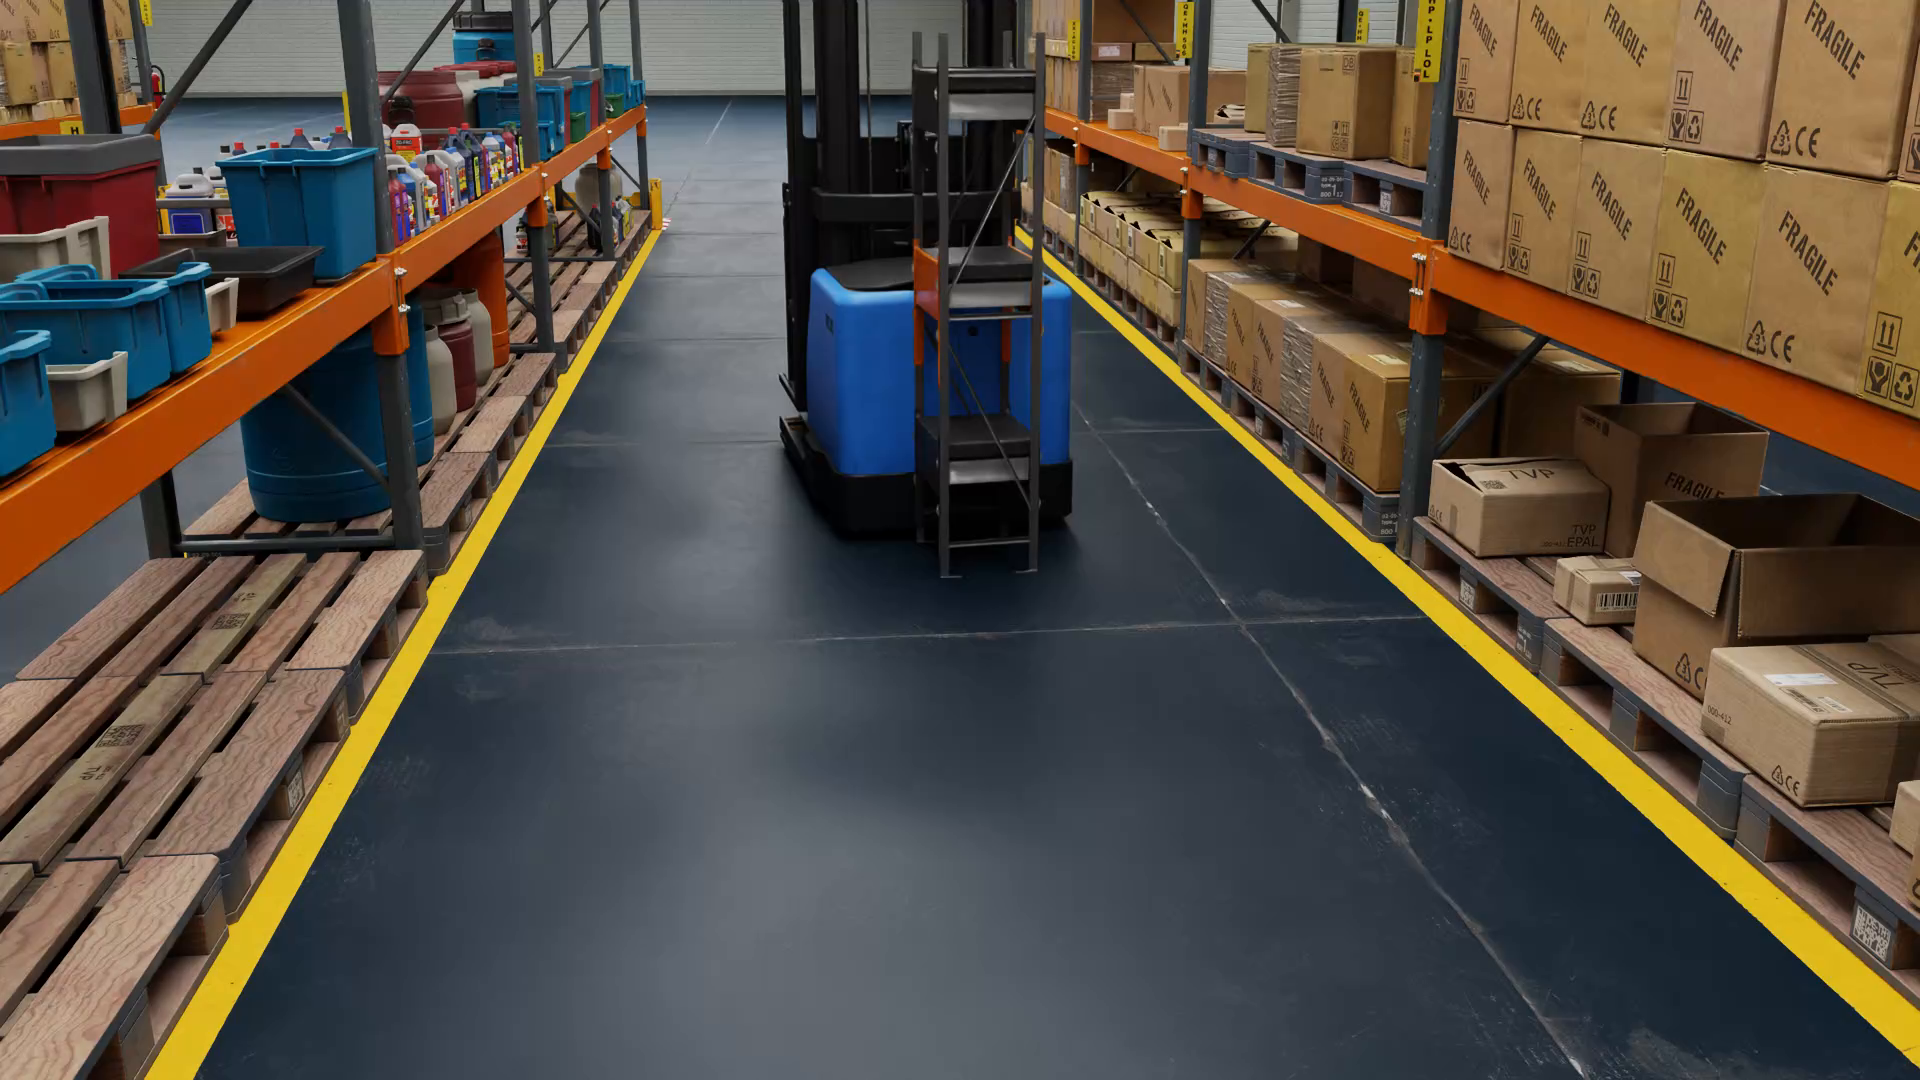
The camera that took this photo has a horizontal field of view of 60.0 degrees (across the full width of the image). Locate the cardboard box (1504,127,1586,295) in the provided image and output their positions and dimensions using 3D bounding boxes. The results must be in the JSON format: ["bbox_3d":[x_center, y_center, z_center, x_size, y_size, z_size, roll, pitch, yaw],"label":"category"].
[{"bbox_3d":[2.167,-1.104,5.519,0.500,0.500,0.500,-1,17,-5],"label":"cardboard box"}]

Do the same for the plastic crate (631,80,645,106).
[{"bbox_3d":[-3.486,-4.581,17.010,0.499,0.251,0.616,-2,18,-6],"label":"plastic crate"}]

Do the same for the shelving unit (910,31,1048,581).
[{"bbox_3d":[0.064,-0.926,6.620,0.431,2.100,0.503,-4,18,-12],"label":"shelving unit"}]

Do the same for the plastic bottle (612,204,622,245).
[{"bbox_3d":[-3.093,-2.800,14.775,0.144,0.351,0.185,-1,17,-4],"label":"plastic bottle"}]

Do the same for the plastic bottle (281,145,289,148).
[{"bbox_3d":[-3.157,-1.705,7.794,0.061,0.283,0.133,-2,18,-6],"label":"plastic bottle"}]

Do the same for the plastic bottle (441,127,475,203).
[{"bbox_3d":[-2.418,-1.794,7.965,0.144,0.351,0.185,-2,18,-6],"label":"plastic bottle"}]

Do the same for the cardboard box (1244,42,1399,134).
[{"bbox_3d":[2.094,-2.625,9.661,0.700,0.500,0.500,-8,19,-24],"label":"cardboard box"}]

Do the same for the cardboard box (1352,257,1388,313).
[{"bbox_3d":[2.367,-1.343,8.634,0.500,0.250,0.500,-2,18,-7],"label":"cardboard box"}]

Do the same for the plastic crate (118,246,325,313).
[{"bbox_3d":[-2.215,-0.789,5.042,0.437,0.125,0.590,-2,18,-6],"label":"plastic crate"}]

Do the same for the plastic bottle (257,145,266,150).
[{"bbox_3d":[-2.874,-1.462,6.907,0.144,0.351,0.185,-2,18,-6],"label":"plastic bottle"}]

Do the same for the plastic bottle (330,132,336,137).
[{"bbox_3d":[-3.247,-1.966,8.627,0.061,0.283,0.133,-2,18,-6],"label":"plastic bottle"}]

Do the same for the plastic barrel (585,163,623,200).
[{"bbox_3d":[-3.691,-3.612,17.126,0.421,0.512,0.421,0,17,0],"label":"plastic barrel"}]

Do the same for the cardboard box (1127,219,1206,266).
[{"bbox_3d":[1.509,-2.170,12.035,0.500,0.311,0.500,-2,18,-6],"label":"cardboard box"}]

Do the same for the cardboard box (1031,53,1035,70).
[{"bbox_3d":[1.127,-4.852,17.458,0.700,0.500,0.500,-2,18,-6],"label":"cardboard box"}]

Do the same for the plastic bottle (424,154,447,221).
[{"bbox_3d":[-2.303,-1.548,7.296,0.061,0.283,0.133,-2,18,-6],"label":"plastic bottle"}]

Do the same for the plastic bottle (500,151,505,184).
[{"bbox_3d":[-2.496,-2.016,8.922,0.097,0.201,0.097,0,17,0],"label":"plastic bottle"}]

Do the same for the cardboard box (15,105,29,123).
[{"bbox_3d":[-8.174,-3.624,14.131,0.380,0.149,0.250,-2,18,-6],"label":"cardboard box"}]

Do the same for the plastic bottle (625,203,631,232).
[{"bbox_3d":[-3.197,-3.052,15.702,0.152,0.276,0.135,-2,18,-7],"label":"plastic bottle"}]

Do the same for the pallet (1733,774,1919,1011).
[{"bbox_3d":[2.651,0.893,3.980,1.003,0.211,1.213,-2,18,-6],"label":"pallet"}]

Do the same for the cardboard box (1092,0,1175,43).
[{"bbox_3d":[1.453,-4.551,14.333,0.700,0.500,0.500,-2,18,-5],"label":"cardboard box"}]

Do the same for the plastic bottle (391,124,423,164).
[{"bbox_3d":[-3.136,-2.215,9.433,0.152,0.276,0.135,-2,18,-6],"label":"plastic bottle"}]

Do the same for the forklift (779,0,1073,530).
[{"bbox_3d":[-0.328,-1.841,8.147,1.130,2.935,3.031,-4,18,-12],"label":"forklift"}]

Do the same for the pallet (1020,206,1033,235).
[{"bbox_3d":[1.213,-3.387,17.614,1.003,0.211,1.213,-2,18,-6],"label":"pallet"}]

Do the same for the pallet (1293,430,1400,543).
[{"bbox_3d":[2.208,-0.280,7.716,1.003,0.211,1.213,-2,18,-6],"label":"pallet"}]

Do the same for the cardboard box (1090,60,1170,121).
[{"bbox_3d":[1.453,-3.932,14.527,0.700,0.500,0.500,-2,18,-7],"label":"cardboard box"}]

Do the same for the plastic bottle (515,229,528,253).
[{"bbox_3d":[-3.770,-2.574,14.305,0.097,0.201,0.097,0,17,0],"label":"plastic bottle"}]

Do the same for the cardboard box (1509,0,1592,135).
[{"bbox_3d":[2.152,-1.591,5.400,0.500,0.500,0.500,-2,18,-7],"label":"cardboard box"}]

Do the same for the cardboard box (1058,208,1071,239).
[{"bbox_3d":[1.198,-2.922,15.365,0.500,0.250,0.500,-2,18,-6],"label":"cardboard box"}]

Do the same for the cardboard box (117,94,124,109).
[{"bbox_3d":[-8.425,-4.293,16.264,0.380,0.149,0.250,-2,18,-6],"label":"cardboard box"}]

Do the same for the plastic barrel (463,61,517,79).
[{"bbox_3d":[-3.542,-3.374,12.688,0.433,0.535,0.433,0,17,0],"label":"plastic barrel"}]

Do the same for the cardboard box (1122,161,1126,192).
[{"bbox_3d":[1.709,-3.295,15.303,0.500,0.500,0.500,-2,18,-6],"label":"cardboard box"}]

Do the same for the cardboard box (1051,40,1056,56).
[{"bbox_3d":[1.076,-4.720,15.953,0.380,0.149,0.250,-2,18,-5],"label":"cardboard box"}]

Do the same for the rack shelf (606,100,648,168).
[{"bbox_3d":[-3.629,-3.853,15.643,1.077,0.370,4.000,-2,18,-6],"label":"rack shelf"}]

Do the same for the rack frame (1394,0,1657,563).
[{"bbox_3d":[2.330,-1.369,6.530,1.000,3.000,0.127,-2,18,-6],"label":"rack frame"}]

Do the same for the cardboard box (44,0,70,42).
[{"bbox_3d":[-8.310,-4.703,14.815,0.500,0.500,0.500,-2,18,-6],"label":"cardboard box"}]

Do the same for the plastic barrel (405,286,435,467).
[{"bbox_3d":[-2.710,-0.790,7.487,0.600,0.901,0.708,-2,18,-6],"label":"plastic barrel"}]

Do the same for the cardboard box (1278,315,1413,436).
[{"bbox_3d":[1.900,-0.821,8.224,0.500,0.500,0.500,-2,17,-5],"label":"cardboard box"}]

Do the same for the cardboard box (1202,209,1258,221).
[{"bbox_3d":[1.989,-2.343,12.586,0.500,0.311,0.500,-2,18,-6],"label":"cardboard box"}]

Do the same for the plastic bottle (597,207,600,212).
[{"bbox_3d":[-3.301,-2.935,15.331,0.152,0.276,0.135,-2,18,-6],"label":"plastic bottle"}]

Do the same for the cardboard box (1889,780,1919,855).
[{"bbox_3d":[2.489,0.687,3.977,0.380,0.166,0.250,-2,18,-6],"label":"cardboard box"}]

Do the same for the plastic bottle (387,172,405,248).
[{"bbox_3d":[-2.211,-1.284,6.453,0.061,0.283,0.133,-2,18,-6],"label":"plastic bottle"}]

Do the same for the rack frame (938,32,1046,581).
[{"bbox_3d":[0.118,-0.855,6.393,0.400,2.100,0.015,-4,18,-12],"label":"rack frame"}]

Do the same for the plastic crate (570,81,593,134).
[{"bbox_3d":[-3.000,-3.274,12.624,0.392,0.384,0.575,-2,18,-6],"label":"plastic crate"}]

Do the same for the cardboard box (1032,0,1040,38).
[{"bbox_3d":[1.133,-5.456,17.214,0.700,0.500,0.500,-2,18,-5],"label":"cardboard box"}]

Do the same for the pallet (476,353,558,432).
[{"bbox_3d":[-2.887,-0.845,9.515,1.003,0.211,1.213,-2,18,-6],"label":"pallet"}]

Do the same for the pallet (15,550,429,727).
[{"bbox_3d":[-2.483,0.331,5.769,1.003,0.211,1.213,-2,18,-6],"label":"pallet"}]

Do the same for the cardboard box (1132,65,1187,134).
[{"bbox_3d":[1.622,-3.414,12.876,0.500,0.500,0.500,-1,17,-2],"label":"cardboard box"}]

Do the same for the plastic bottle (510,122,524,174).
[{"bbox_3d":[-2.544,-2.246,9.517,0.061,0.283,0.133,-2,18,-6],"label":"plastic bottle"}]

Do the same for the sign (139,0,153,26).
[{"bbox_3d":[-8.208,-5.354,16.761,0.100,0.325,0.005,-2,18,-6],"label":"sign"}]

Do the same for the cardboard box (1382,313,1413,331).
[{"bbox_3d":[2.412,-0.846,8.301,0.500,0.500,0.500,-2,17,-5],"label":"cardboard box"}]

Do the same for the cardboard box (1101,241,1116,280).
[{"bbox_3d":[1.407,-2.206,13.087,0.500,0.250,0.500,-2,18,-7],"label":"cardboard box"}]

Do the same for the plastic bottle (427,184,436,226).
[{"bbox_3d":[-2.299,-1.445,7.105,0.097,0.201,0.097,0,17,0],"label":"plastic bottle"}]

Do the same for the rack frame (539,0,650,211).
[{"bbox_3d":[-3.835,-4.792,17.434,1.000,3.000,0.127,-2,18,-6],"label":"rack frame"}]

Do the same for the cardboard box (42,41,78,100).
[{"bbox_3d":[-8.513,-4.219,14.945,0.875,0.500,0.500,-2,18,-6],"label":"cardboard box"}]
